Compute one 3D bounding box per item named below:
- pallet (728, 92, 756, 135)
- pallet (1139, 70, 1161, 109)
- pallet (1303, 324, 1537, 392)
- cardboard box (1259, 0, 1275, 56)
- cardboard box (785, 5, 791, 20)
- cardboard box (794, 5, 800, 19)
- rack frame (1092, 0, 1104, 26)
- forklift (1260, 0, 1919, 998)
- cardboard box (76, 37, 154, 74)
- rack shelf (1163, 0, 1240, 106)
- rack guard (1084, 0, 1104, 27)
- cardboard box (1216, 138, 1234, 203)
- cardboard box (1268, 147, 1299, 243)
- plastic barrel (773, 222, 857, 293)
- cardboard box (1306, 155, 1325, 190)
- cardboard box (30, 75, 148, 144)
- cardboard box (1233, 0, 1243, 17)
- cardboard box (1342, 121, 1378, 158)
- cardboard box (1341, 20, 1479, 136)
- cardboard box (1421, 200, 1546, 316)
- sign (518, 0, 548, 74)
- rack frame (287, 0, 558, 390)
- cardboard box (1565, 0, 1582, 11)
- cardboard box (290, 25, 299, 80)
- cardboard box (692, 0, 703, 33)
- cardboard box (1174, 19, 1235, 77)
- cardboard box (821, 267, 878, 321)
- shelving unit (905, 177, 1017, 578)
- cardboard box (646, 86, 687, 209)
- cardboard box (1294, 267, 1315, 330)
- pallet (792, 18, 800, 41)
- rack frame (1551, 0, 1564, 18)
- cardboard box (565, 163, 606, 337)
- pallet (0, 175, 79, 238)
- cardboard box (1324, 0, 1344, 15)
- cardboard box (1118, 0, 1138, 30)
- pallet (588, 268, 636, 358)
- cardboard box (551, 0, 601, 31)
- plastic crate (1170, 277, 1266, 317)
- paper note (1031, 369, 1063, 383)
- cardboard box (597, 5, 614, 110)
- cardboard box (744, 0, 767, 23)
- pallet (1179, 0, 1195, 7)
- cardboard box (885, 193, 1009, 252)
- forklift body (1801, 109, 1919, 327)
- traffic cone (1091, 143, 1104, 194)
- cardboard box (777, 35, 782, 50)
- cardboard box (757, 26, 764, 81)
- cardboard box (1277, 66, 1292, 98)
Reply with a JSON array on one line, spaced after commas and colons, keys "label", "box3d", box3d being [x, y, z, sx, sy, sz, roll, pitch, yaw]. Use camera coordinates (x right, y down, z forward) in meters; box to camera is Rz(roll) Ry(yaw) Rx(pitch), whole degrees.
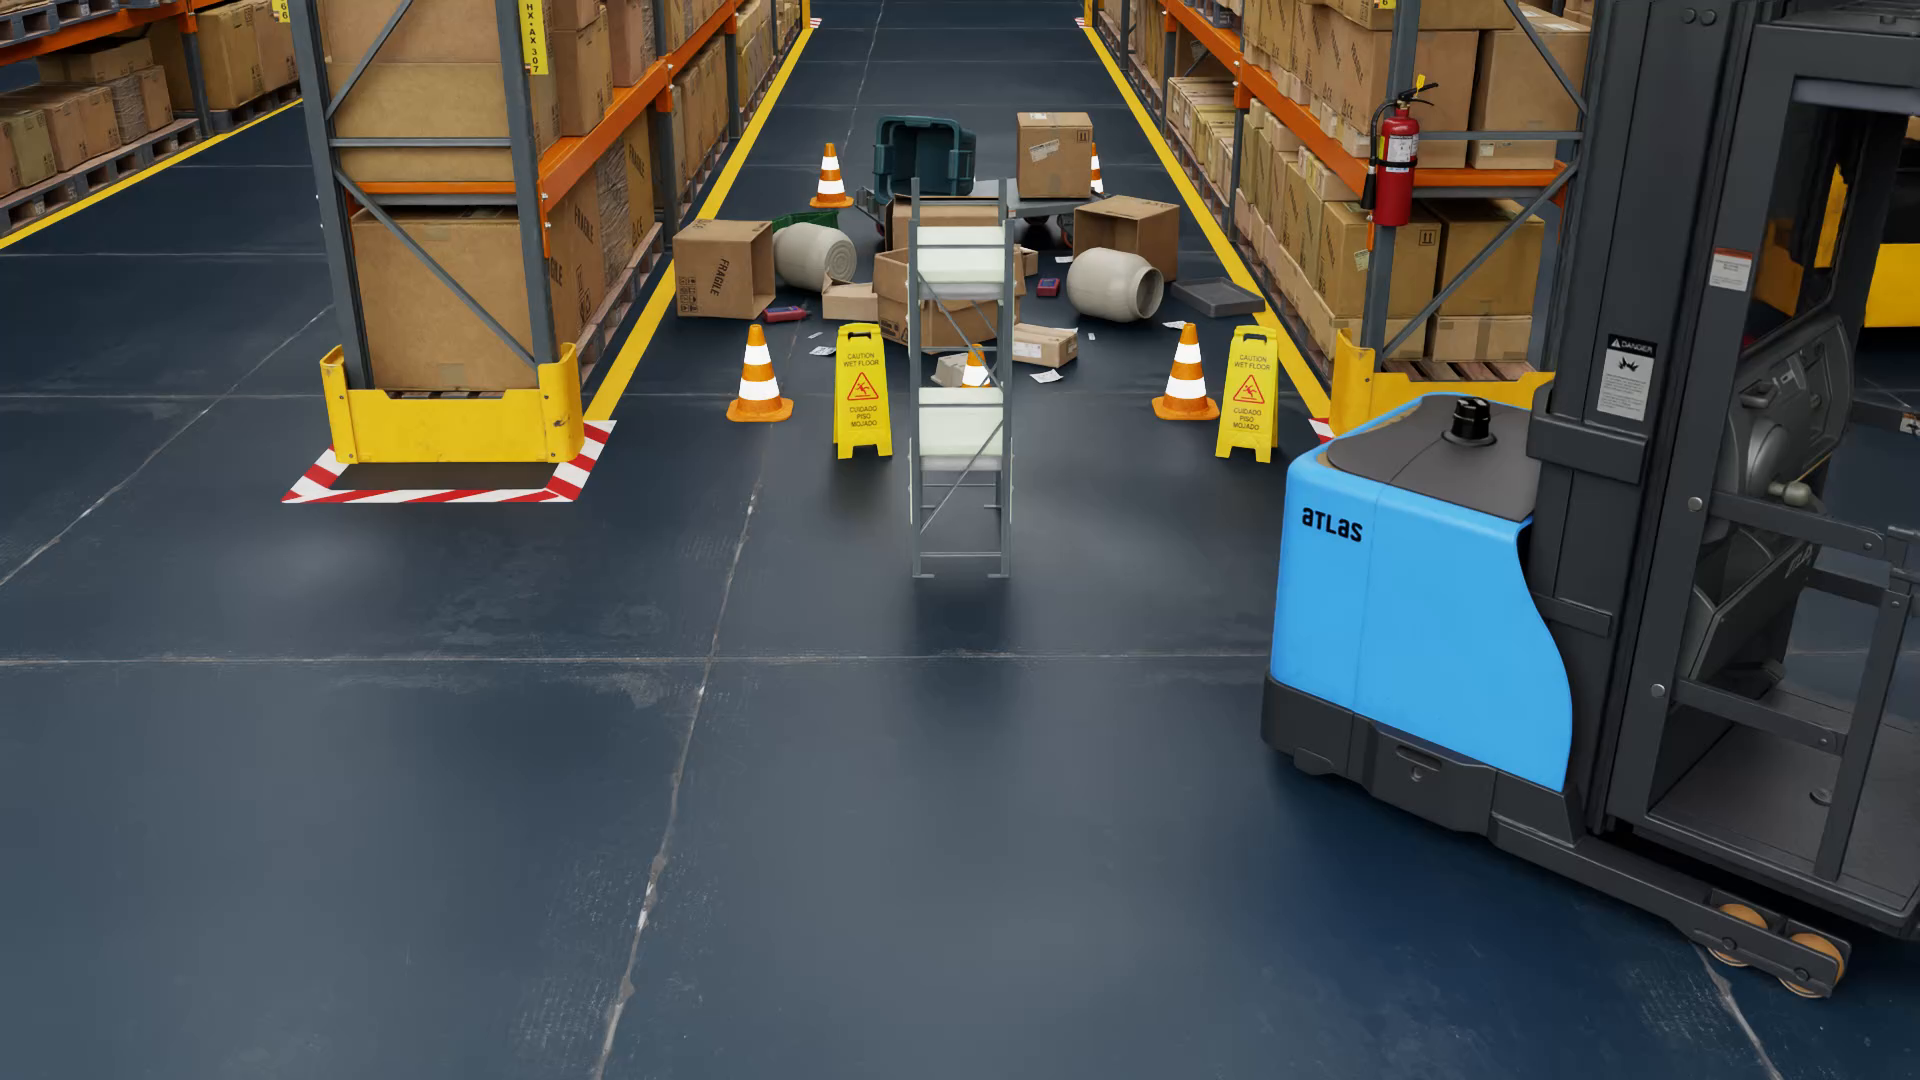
[{"label": "pallet", "box3d": [-2.559, -4.169, 16.212, 1.003, 0.211, 1.213, 0, 24, -1]}, {"label": "pallet", "box3d": [2.453, -4.738, 17.469, 1.003, 0.211, 1.213, 0, 24, -1]}, {"label": "pallet", "box3d": [2.510, -0.981, 9.162, 1.003, 0.211, 1.213, 0, 24, -1]}, {"label": "cardboard box", "box3d": [2.195, -3.325, 10.480, 0.500, 0.500, 0.500, 0, 24, -1]}, {"label": "cardboard box", "box3d": [-2.307, -6.579, 20.746, 0.380, 0.149, 0.250, 0, 24, 0]}, {"label": "cardboard box", "box3d": [-2.321, -6.985, 22.004, 0.380, 0.149, 0.250, 0, 24, 1]}, {"label": "rack frame", "box3d": [2.310, -8.478, 22.355, 1.000, 3.000, 0.127, 0, 24, -1]}, {"label": "forklift", "box3d": [2.436, -0.340, 4.446, 3.031, 2.935, 1.130, 21, 32, 38]}, {"label": "cardboard box", "box3d": [-7.475, -4.264, 14.628, 0.500, 0.250, 0.500, 1, 24, 2]}, {"label": "rack shelf", "box3d": [2.419, -4.030, 13.393, 1.077, 0.370, 4.000, 0, 24, -1]}, {"label": "rack guard", "box3d": [2.309, -7.349, 22.892, 1.175, 0.500, 0.348, 0, 24, -1]}, {"label": "cardboard box", "box3d": [2.432, -2.743, 12.355, 0.950, 0.372, 0.625, 0, 24, 0]}, {"label": "cardboard box", "box3d": [2.199, -2.135, 10.248, 0.500, 0.500, 0.500, 1, 24, 2]}, {"label": "plastic barrel", "box3d": [-0.962, -1.835, 10.794, 0.512, 0.421, 0.421, 19, 30, 35]}, {"label": "cardboard box", "box3d": [2.144, -2.044, 9.260, 0.380, 0.149, 0.250, 0, 24, 0]}, {"label": "cardboard box", "box3d": [-7.466, -3.694, 14.277, 0.700, 0.500, 0.500, -2, 24, -5]}, {"label": "cardboard box", "box3d": [2.159, -3.821, 11.854, 0.380, 0.149, 0.250, 0, 24, 0]}, {"label": "cardboard box", "box3d": [2.153, -2.028, 8.398, 0.380, 0.149, 0.250, -1, 24, -1]}, {"label": "cardboard box", "box3d": [2.203, -2.289, 8.188, 0.500, 0.500, 0.500, -1, 24, -1]}, {"label": "cardboard box", "box3d": [2.751, -1.509, 8.863, 0.500, 0.500, 0.500, -1, 24, -2]}, {"label": "sign", "box3d": [-1.909, -2.252, 7.442, 0.100, 0.325, 0.005, 0, 24, -1]}, {"label": "rack frame", "box3d": [-2.464, -1.821, 7.637, 1.000, 3.000, 0.127, 0, 24, -1]}, {"label": "cardboard box", "box3d": [7.054, -6.053, 18.729, 0.380, 0.149, 0.250, 1, 24, 2]}, {"label": "cardboard box", "box3d": [-7.519, -5.377, 17.567, 1.225, 0.875, 0.875, -1, 24, -2]}, {"label": "cardboard box", "box3d": [-2.254, -4.147, 12.658, 0.500, 0.500, 0.500, 0, 24, -1]}, {"label": "cardboard box", "box3d": [2.472, -4.690, 16.048, 0.875, 0.875, 0.875, 0, 24, -1]}, {"label": "cardboard box", "box3d": [-0.648, -1.524, 10.297, 0.396, 0.266, 0.258, 4, 25, 9]}, {"label": "shelving unit", "box3d": [0.000, -0.681, 6.935, 0.431, 1.500, 0.755, 0, 24, -1]}, {"label": "cardboard box", "box3d": [-2.605, -2.891, 12.223, 1.050, 0.750, 0.750, 0, 24, -1]}, {"label": "cardboard box", "box3d": [2.209, -1.369, 9.464, 0.500, 0.250, 0.500, 0, 24, 0]}, {"label": "pallet", "box3d": [-2.665, -6.777, 21.979, 1.003, 0.211, 1.213, 0, 24, -1]}, {"label": "rack frame", "box3d": [7.317, -6.854, 18.764, 1.000, 3.000, 0.127, 0, 24, -1]}, {"label": "cardboard box", "box3d": [-2.550, -1.686, 9.407, 0.875, 0.875, 0.875, -1, 24, -1]}, {"label": "pallet", "box3d": [-7.479, -2.539, 12.608, 1.003, 0.211, 1.213, 0, 24, -1]}, {"label": "cardboard box", "box3d": [2.262, -2.940, 8.414, 0.700, 0.500, 0.500, 0, 24, 0]}, {"label": "cardboard box", "box3d": [2.443, -6.482, 20.541, 0.875, 0.438, 0.875, -1, 24, -2]}, {"label": "pallet", "box3d": [-2.562, -1.381, 10.048, 1.003, 0.211, 1.213, 0, 24, -1]}, {"label": "cardboard box", "box3d": [-2.398, -2.992, 8.733, 0.875, 0.550, 0.550, 0, 24, -1]}, {"label": "plastic crate", "box3d": [1.638, -1.552, 10.585, 0.402, 0.080, 0.583, -9, 26, -19]}, {"label": "paper note", "box3d": [0.483, -0.913, 9.231, 0.148, 0.019, 0.142, -9, 26, -19]}, {"label": "cardboard box", "box3d": [-2.469, -2.718, 9.438, 0.875, 0.550, 0.500, 0, 24, -1]}, {"label": "cardboard box", "box3d": [-2.342, -5.642, 17.699, 0.500, 0.250, 0.500, 1, 24, 2]}, {"label": "pallet", "box3d": [2.511, -4.801, 14.458, 1.213, 0.211, 1.003, 0, 24, -1]}, {"label": "cardboard box", "box3d": [-0.085, -1.907, 10.692, 0.797, 0.637, 0.503, 0, 24, -1]}, {"label": "forklift body", "box3d": [5.603, -2.295, 9.715, 2.313, 2.155, 1.214, 0, 24, -1]}, {"label": "traffic cone", "box3d": [1.027, -2.882, 13.061, 0.336, 0.463, 0.334, 0, 24, -1]}, {"label": "cardboard box", "box3d": [-2.278, -5.810, 19.406, 0.380, 0.149, 0.250, -1, 24, -3]}, {"label": "cardboard box", "box3d": [-2.329, -5.092, 17.392, 0.500, 0.500, 0.500, -1, 24, -2]}, {"label": "cardboard box", "box3d": [2.128, -2.760, 10.018, 0.380, 0.149, 0.250, 0, 24, 0]}]
